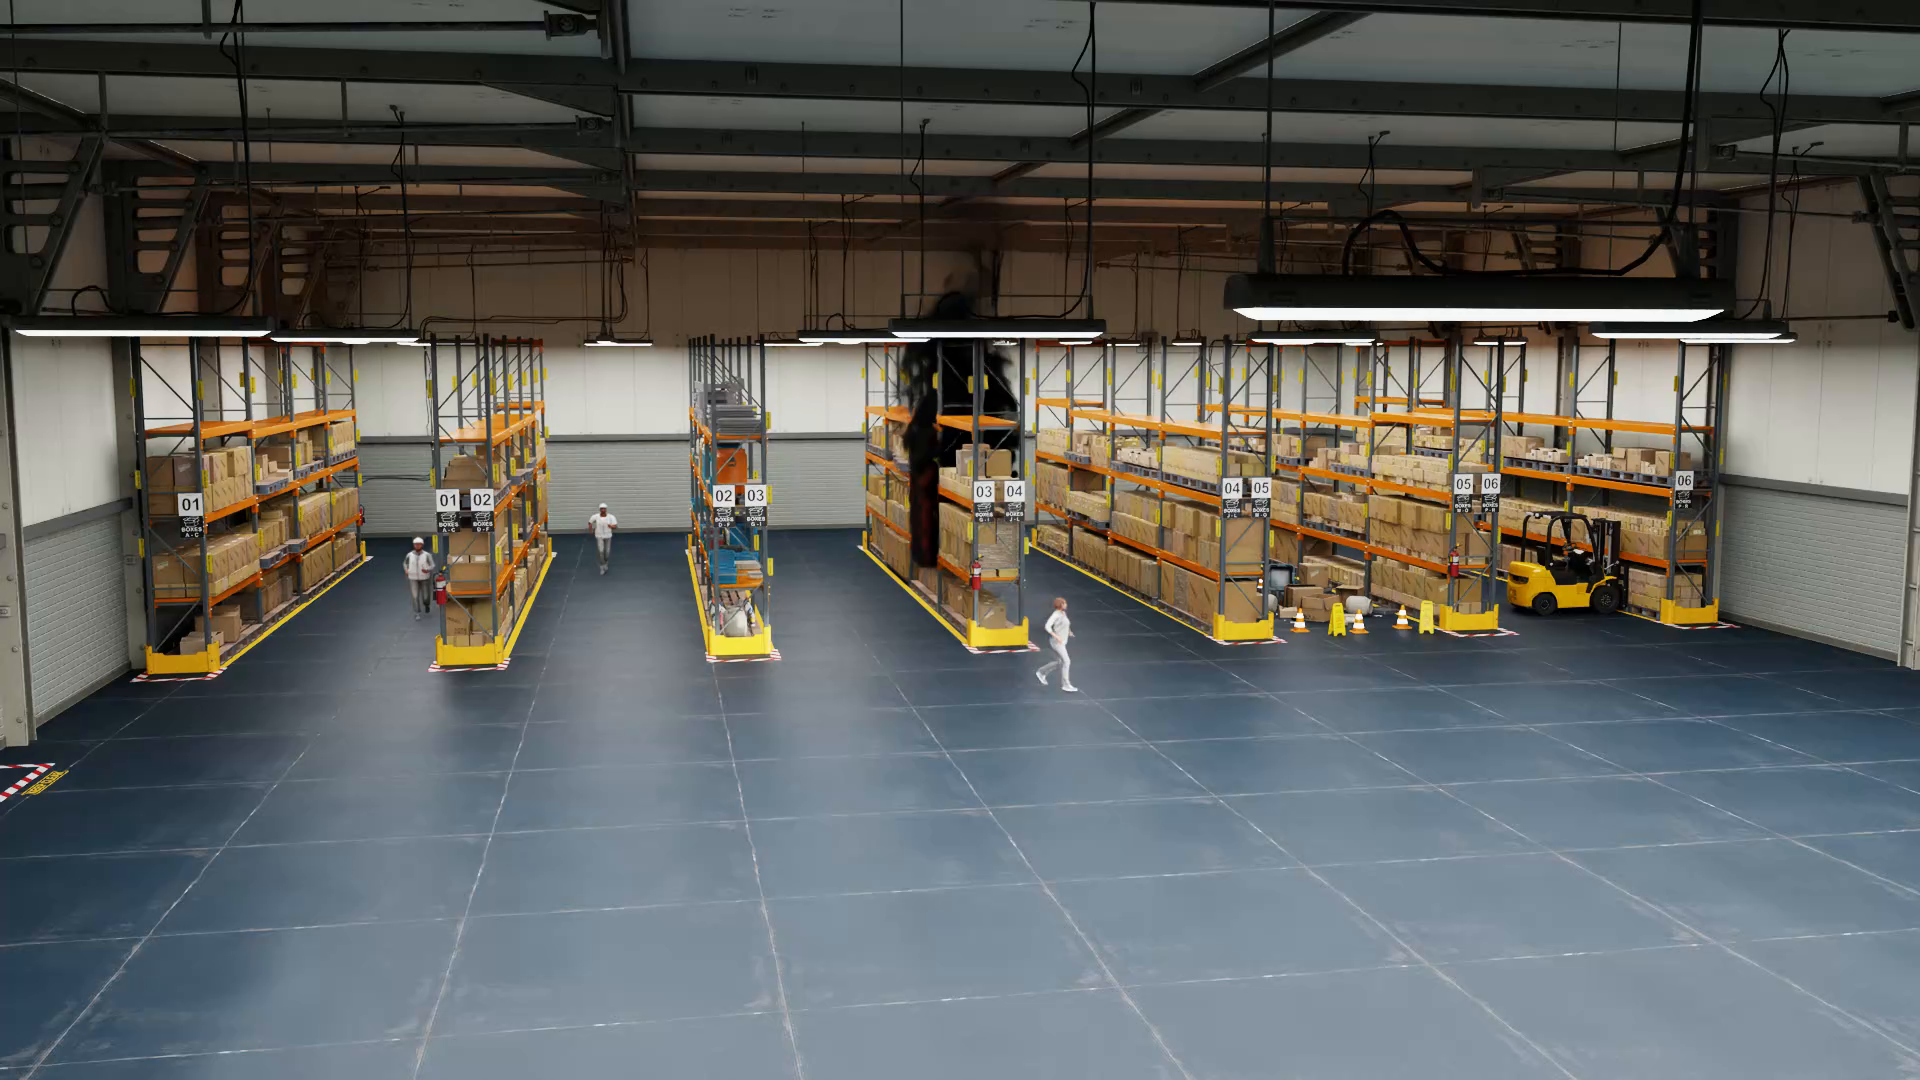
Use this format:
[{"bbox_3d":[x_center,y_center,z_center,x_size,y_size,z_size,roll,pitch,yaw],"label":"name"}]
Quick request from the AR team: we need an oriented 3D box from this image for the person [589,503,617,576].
[{"bbox_3d":[-9.125,-0.038,42.580,0.677,1.819,0.820,-3,7,-21],"label":"person"}]

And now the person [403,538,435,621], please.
[{"bbox_3d":[-11.498,0.817,35.336,0.668,1.739,0.803,-1,7,-12],"label":"person"}]

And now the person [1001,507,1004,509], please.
[{"bbox_3d":[0.903,-0.688,48.381,0.693,1.734,0.915,2,7,13],"label":"person"}]

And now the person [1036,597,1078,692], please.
[{"bbox_3d":[1.620,1.743,27.907,0.750,1.584,0.558,2,7,19],"label":"person"}]
